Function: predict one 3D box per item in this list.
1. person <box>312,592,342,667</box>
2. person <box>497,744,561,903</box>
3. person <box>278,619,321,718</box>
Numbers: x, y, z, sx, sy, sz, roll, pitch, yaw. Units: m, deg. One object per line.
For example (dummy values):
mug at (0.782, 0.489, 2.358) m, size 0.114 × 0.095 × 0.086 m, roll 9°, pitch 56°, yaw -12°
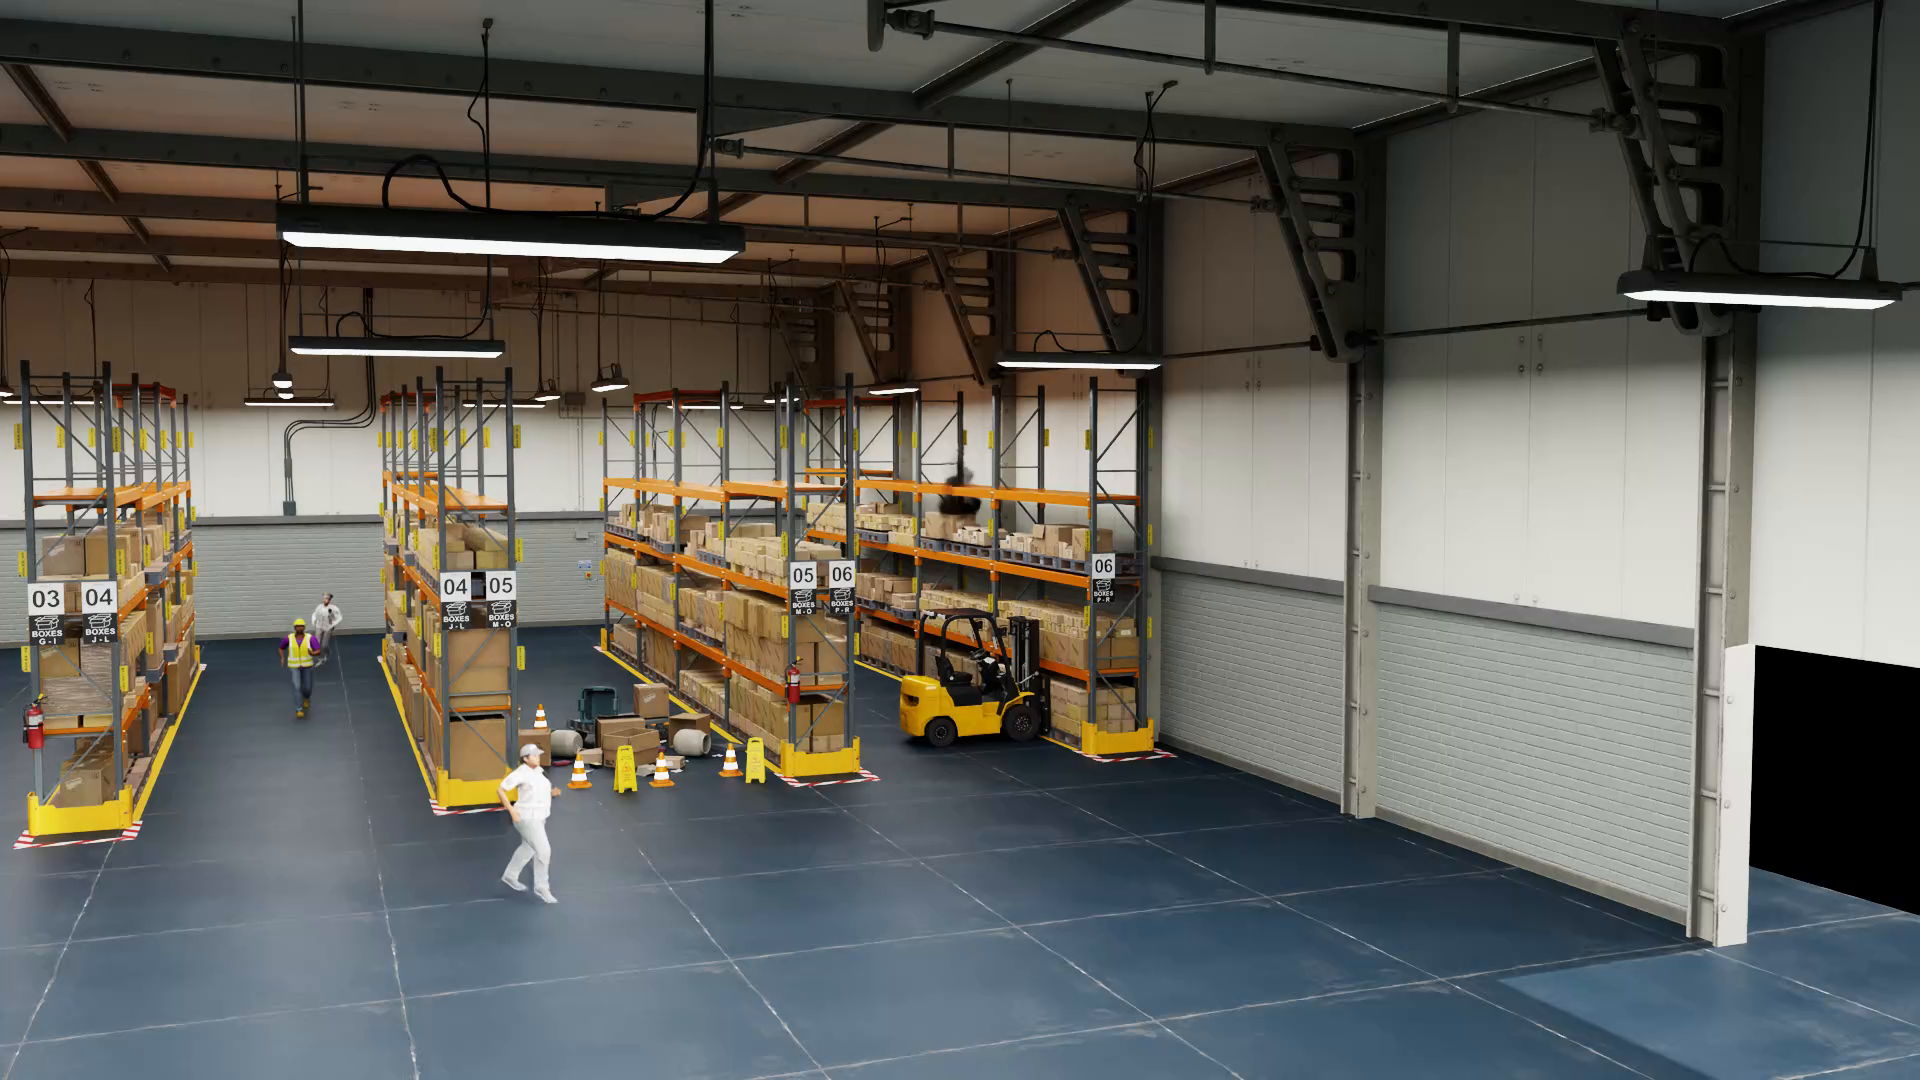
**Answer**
person at (-14.057, 1.978, 36.827) m, size 0.640 × 1.644 × 0.570 m, roll 0°, pitch 3°, yaw 2°
person at (-4.704, 3.081, 18.152) m, size 0.767 × 1.728 × 0.580 m, roll 1°, pitch 4°, yaw 12°
person at (-11.944, 2.299, 30.115) m, size 0.710 × 1.747 × 0.968 m, roll -2°, pitch 4°, yaw -25°
